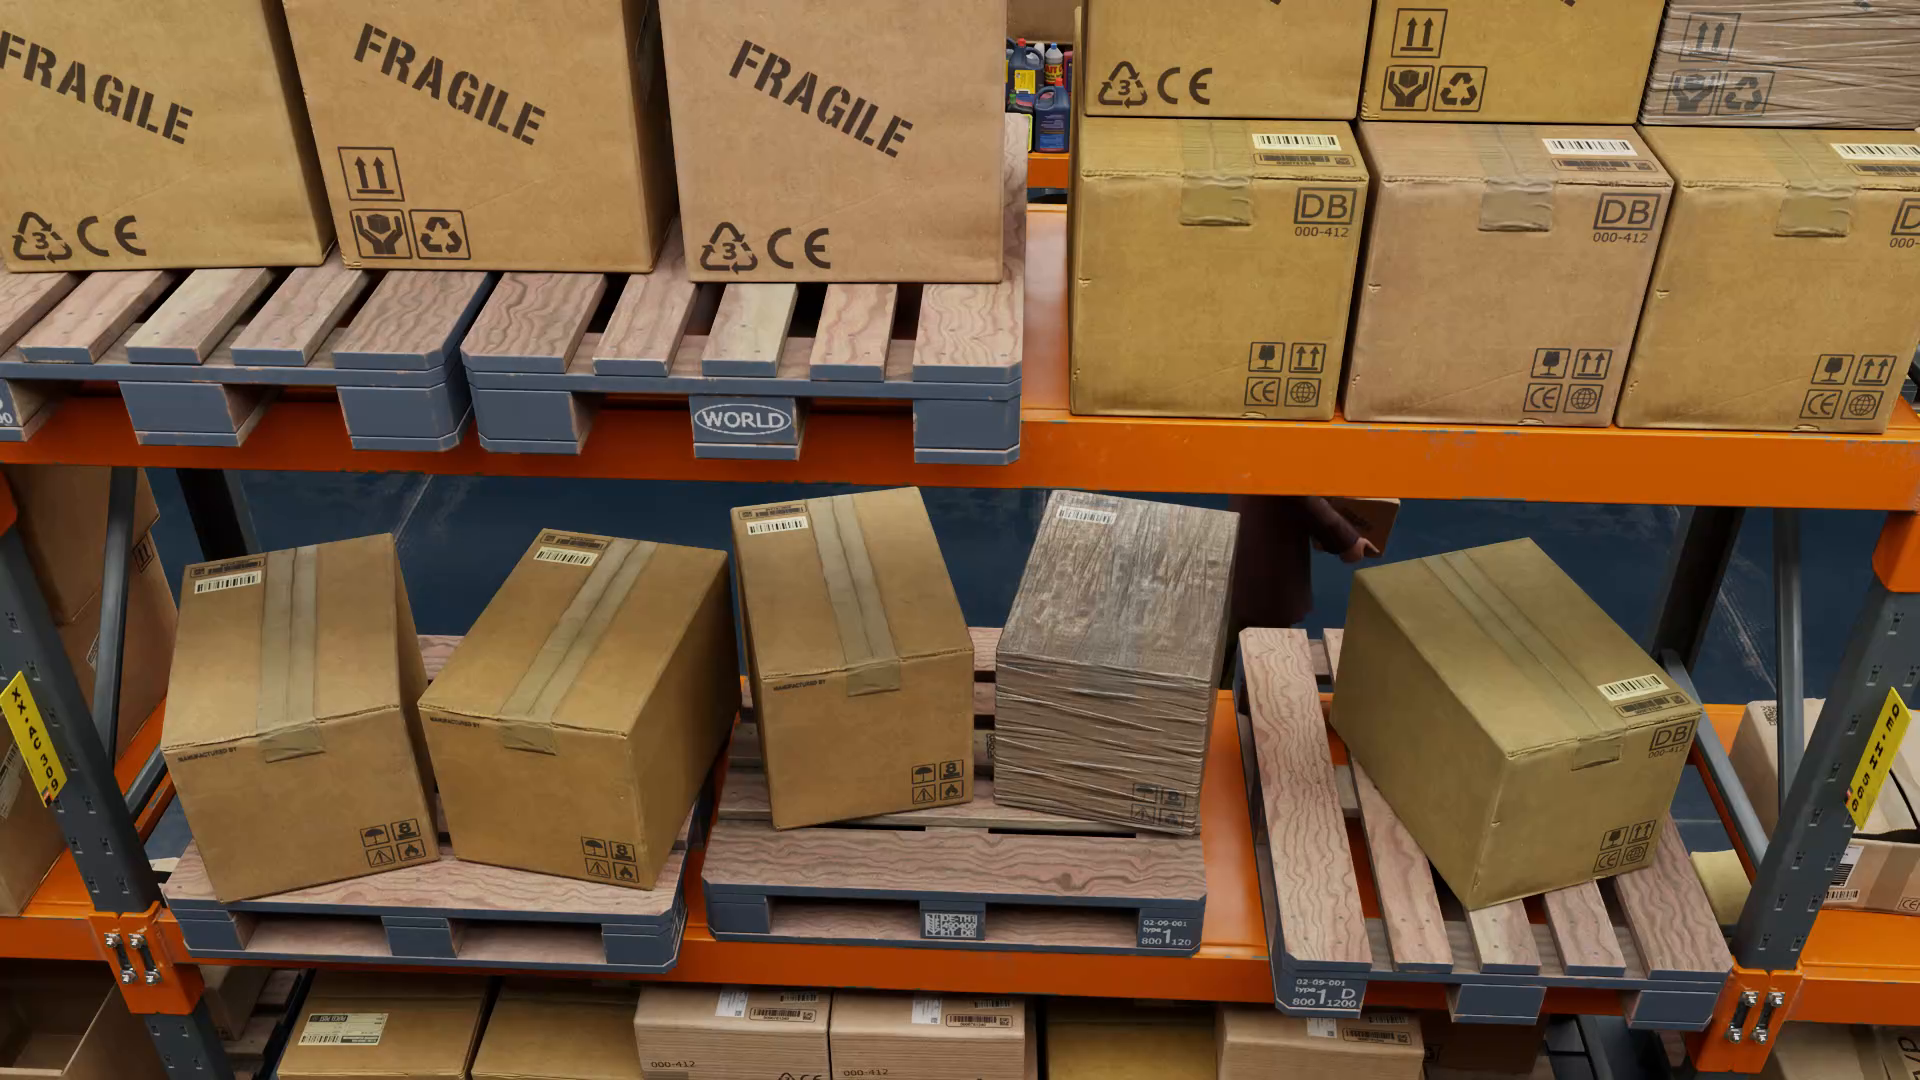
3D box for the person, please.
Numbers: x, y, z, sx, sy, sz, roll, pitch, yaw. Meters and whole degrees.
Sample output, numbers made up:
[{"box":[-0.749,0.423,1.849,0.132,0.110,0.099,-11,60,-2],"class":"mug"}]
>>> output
[{"box":[1.244,0.008,6.151,0.545,1.779,0.525,1,35,2],"class":"person"}]
